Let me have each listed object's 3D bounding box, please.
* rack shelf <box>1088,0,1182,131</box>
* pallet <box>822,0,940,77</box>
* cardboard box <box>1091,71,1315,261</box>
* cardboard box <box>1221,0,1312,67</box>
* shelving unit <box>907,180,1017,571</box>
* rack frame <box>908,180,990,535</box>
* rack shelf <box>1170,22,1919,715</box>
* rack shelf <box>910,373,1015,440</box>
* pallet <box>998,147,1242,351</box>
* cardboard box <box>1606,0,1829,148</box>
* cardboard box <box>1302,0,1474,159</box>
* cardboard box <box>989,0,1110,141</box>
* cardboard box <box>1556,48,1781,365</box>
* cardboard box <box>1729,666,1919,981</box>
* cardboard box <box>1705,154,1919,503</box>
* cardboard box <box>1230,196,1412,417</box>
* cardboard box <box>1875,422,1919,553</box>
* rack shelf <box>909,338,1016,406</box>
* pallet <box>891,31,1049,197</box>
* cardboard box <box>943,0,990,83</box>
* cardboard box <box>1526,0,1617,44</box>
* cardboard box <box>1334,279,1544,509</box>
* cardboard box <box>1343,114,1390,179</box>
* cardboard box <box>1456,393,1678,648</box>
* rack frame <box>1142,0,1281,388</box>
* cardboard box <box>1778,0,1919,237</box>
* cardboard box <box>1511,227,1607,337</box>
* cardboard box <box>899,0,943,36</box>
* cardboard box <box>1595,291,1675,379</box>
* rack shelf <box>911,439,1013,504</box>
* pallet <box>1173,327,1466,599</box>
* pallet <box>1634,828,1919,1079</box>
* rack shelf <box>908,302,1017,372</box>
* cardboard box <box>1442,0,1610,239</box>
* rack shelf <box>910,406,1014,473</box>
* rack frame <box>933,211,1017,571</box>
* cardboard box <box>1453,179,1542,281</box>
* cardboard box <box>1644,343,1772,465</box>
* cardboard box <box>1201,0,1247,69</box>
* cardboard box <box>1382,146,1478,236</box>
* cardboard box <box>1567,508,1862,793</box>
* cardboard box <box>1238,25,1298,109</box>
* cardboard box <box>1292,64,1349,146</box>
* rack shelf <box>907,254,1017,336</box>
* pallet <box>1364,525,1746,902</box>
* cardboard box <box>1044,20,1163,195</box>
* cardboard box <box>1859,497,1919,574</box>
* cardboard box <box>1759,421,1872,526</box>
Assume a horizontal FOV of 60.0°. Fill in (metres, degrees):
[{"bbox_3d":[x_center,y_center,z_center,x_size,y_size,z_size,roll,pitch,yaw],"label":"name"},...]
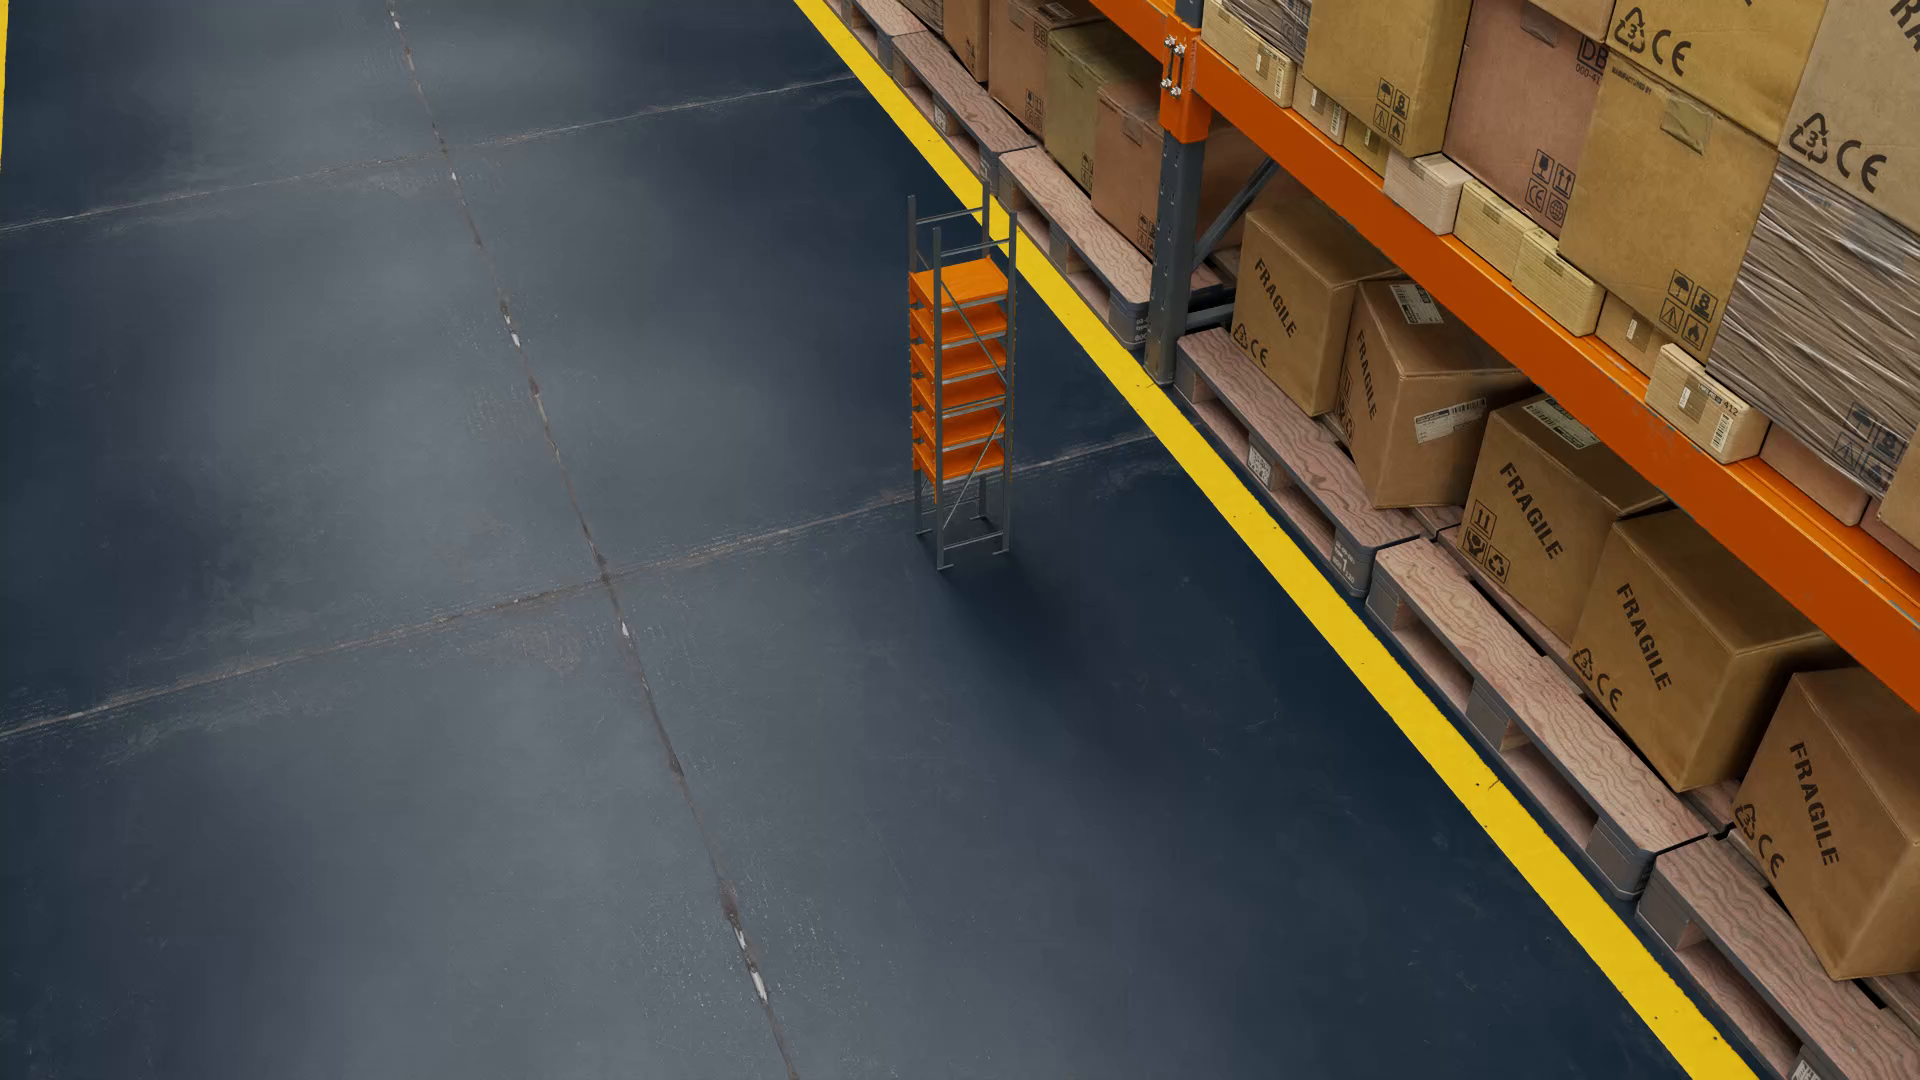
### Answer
[{"bbox_3d":[0.375,-2.768,6.720,1.077,0.370,4.000,-15,43,-17],"label":"rack shelf"},{"bbox_3d":[-0.093,-2.717,8.248,1.003,0.211,1.213,-15,43,-17],"label":"pallet"},{"bbox_3d":[0.925,-1.430,6.192,0.700,0.500,0.500,-18,44,-20],"label":"cardboard box"},{"bbox_3d":[1.255,-1.700,4.622,0.875,0.500,0.500,-15,43,-17],"label":"cardboard box"},{"bbox_3d":[0.006,-0.446,4.849,0.258,1.200,0.189,-15,43,-17],"label":"shelving unit"},{"bbox_3d":[-0.029,-0.501,4.913,0.240,1.200,0.006,-15,43,-17],"label":"rack frame"},{"bbox_3d":[1.905,-0.358,3.918,1.077,0.370,4.000,-15,43,-17],"label":"rack shelf"},{"bbox_3d":[0.006,-0.413,4.878,0.258,0.103,0.180,-15,43,-17],"label":"rack shelf"},{"bbox_3d":[0.841,-1.247,6.539,1.003,0.211,1.213,-15,43,-17],"label":"pallet"},{"bbox_3d":[1.662,-1.131,3.193,0.500,0.500,0.500,-15,43,-17],"label":"cardboard box"},{"bbox_3d":[1.414,-1.390,4.261,0.875,0.500,0.500,-15,43,-17],"label":"cardboard box"},{"bbox_3d":[0.545,-2.059,6.924,0.700,0.500,0.500,-19,44,-20],"label":"cardboard box"},{"bbox_3d":[1.851,-0.803,3.578,0.875,0.500,0.500,-15,43,-17],"label":"cardboard box"},{"bbox_3d":[2.187,0.630,3.812,0.500,0.500,0.500,-5,41,-6],"label":"cardboard box"},{"bbox_3d":[2.032,-0.498,3.224,0.875,0.500,0.500,-15,43,-17],"label":"cardboard box"},{"bbox_3d":[1.256,-0.796,5.471,0.500,0.500,0.500,-16,43,-18],"label":"cardboard box"},{"bbox_3d":[2.183,-0.186,2.861,0.875,0.500,0.500,-15,43,-17],"label":"cardboard box"},{"bbox_3d":[0.006,-0.504,4.799,0.258,0.103,0.180,-15,43,-17],"label":"rack shelf"},{"bbox_3d":[0.370,-1.983,7.394,1.003,0.211,1.213,-15,43,-17],"label":"pallet"},{"bbox_3d":[0.332,-2.395,7.314,0.700,0.500,0.500,-12,42,-13],"label":"cardboard box"},{"bbox_3d":[1.461,-1.429,3.540,0.500,0.500,0.500,-15,43,-17],"label":"cardboard box"},{"bbox_3d":[1.482,-0.453,5.072,0.500,0.500,0.500,-3,41,-3],"label":"cardboard box"},{"bbox_3d":[1.254,-1.090,4.410,0.380,0.149,0.250,-15,43,-17],"label":"cardboard box"},{"bbox_3d":[1.792,-0.099,4.660,0.500,0.500,0.500,-19,44,-21],"label":"cardboard box"},{"bbox_3d":[1.140,-1.836,5.084,1.000,3.000,0.127,-15,43,-17],"label":"rack frame"},{"bbox_3d":[1.846,-0.827,2.840,0.500,0.500,0.500,-15,43,-17],"label":"cardboard box"},{"bbox_3d":[1.531,-0.636,3.882,0.380,0.149,0.250,-15,43,-17],"label":"cardboard box"},{"bbox_3d":[0.108,-2.735,7.710,0.700,0.500,0.500,-19,44,-20],"label":"cardboard box"},{"bbox_3d":[1.668,-0.497,3.720,0.380,0.149,0.250,-15,43,-17],"label":"cardboard box"},{"bbox_3d":[0.006,-0.231,5.034,0.258,0.103,0.180,-15,43,-17],"label":"rack shelf"},{"bbox_3d":[1.430,-0.383,5.533,1.003,0.211,1.213,-15,43,-17],"label":"pallet"},{"bbox_3d":[2.363,1.087,3.824,1.003,0.211,1.213,-15,43,-17],"label":"pallet"},{"bbox_3d":[0.006,-0.594,4.721,0.258,0.103,0.180,-15,43,-17],"label":"rack shelf"},{"bbox_3d":[1.698,-1.114,3.940,0.875,0.500,0.500,-15,43,-17],"label":"cardboard box"},{"bbox_3d":[0.006,-0.322,4.956,0.258,0.103,0.180,-15,43,-17],"label":"rack shelf"},{"bbox_3d":[0.041,-0.391,4.785,0.240,1.200,0.006,-15,43,-17],"label":"rack frame"},{"bbox_3d":[1.445,-0.789,4.060,0.380,0.149,0.250,-15,43,-17],"label":"cardboard box"},{"bbox_3d":[1.700,-0.329,3.524,0.380,0.149,0.250,-15,43,-17],"label":"cardboard box"},{"bbox_3d":[0.944,-1.536,4.928,0.380,0.149,0.250,-15,43,-17],"label":"cardboard box"},{"bbox_3d":[1.311,-0.929,4.223,0.380,0.149,0.250,-15,43,-17],"label":"cardboard box"},{"bbox_3d":[1.965,0.248,4.256,0.500,0.500,0.500,-11,42,-13],"label":"cardboard box"},{"bbox_3d":[1.028,-1.382,4.750,0.380,0.149,0.250,-15,43,-17],"label":"cardboard box"},{"bbox_3d":[1.149,-1.239,4.582,0.380,0.149,0.250,-15,43,-17],"label":"cardboard box"},{"bbox_3d":[0.006,-0.685,4.643,0.258,0.103,0.180,-15,43,-17],"label":"rack shelf"},{"bbox_3d":[1.900,0.353,4.677,1.003,0.211,1.213,-15,43,-17],"label":"pallet"},{"bbox_3d":[0.760,-1.722,6.532,0.700,0.500,0.500,-15,43,-17],"label":"cardboard box"},{"bbox_3d":[1.994,-0.055,3.206,0.380,0.149,0.250,-15,43,-17],"label":"cardboard box"},{"bbox_3d":[1.877,-0.200,3.375,0.380,0.149,0.250,-15,43,-17],"label":"cardboard box"}]
